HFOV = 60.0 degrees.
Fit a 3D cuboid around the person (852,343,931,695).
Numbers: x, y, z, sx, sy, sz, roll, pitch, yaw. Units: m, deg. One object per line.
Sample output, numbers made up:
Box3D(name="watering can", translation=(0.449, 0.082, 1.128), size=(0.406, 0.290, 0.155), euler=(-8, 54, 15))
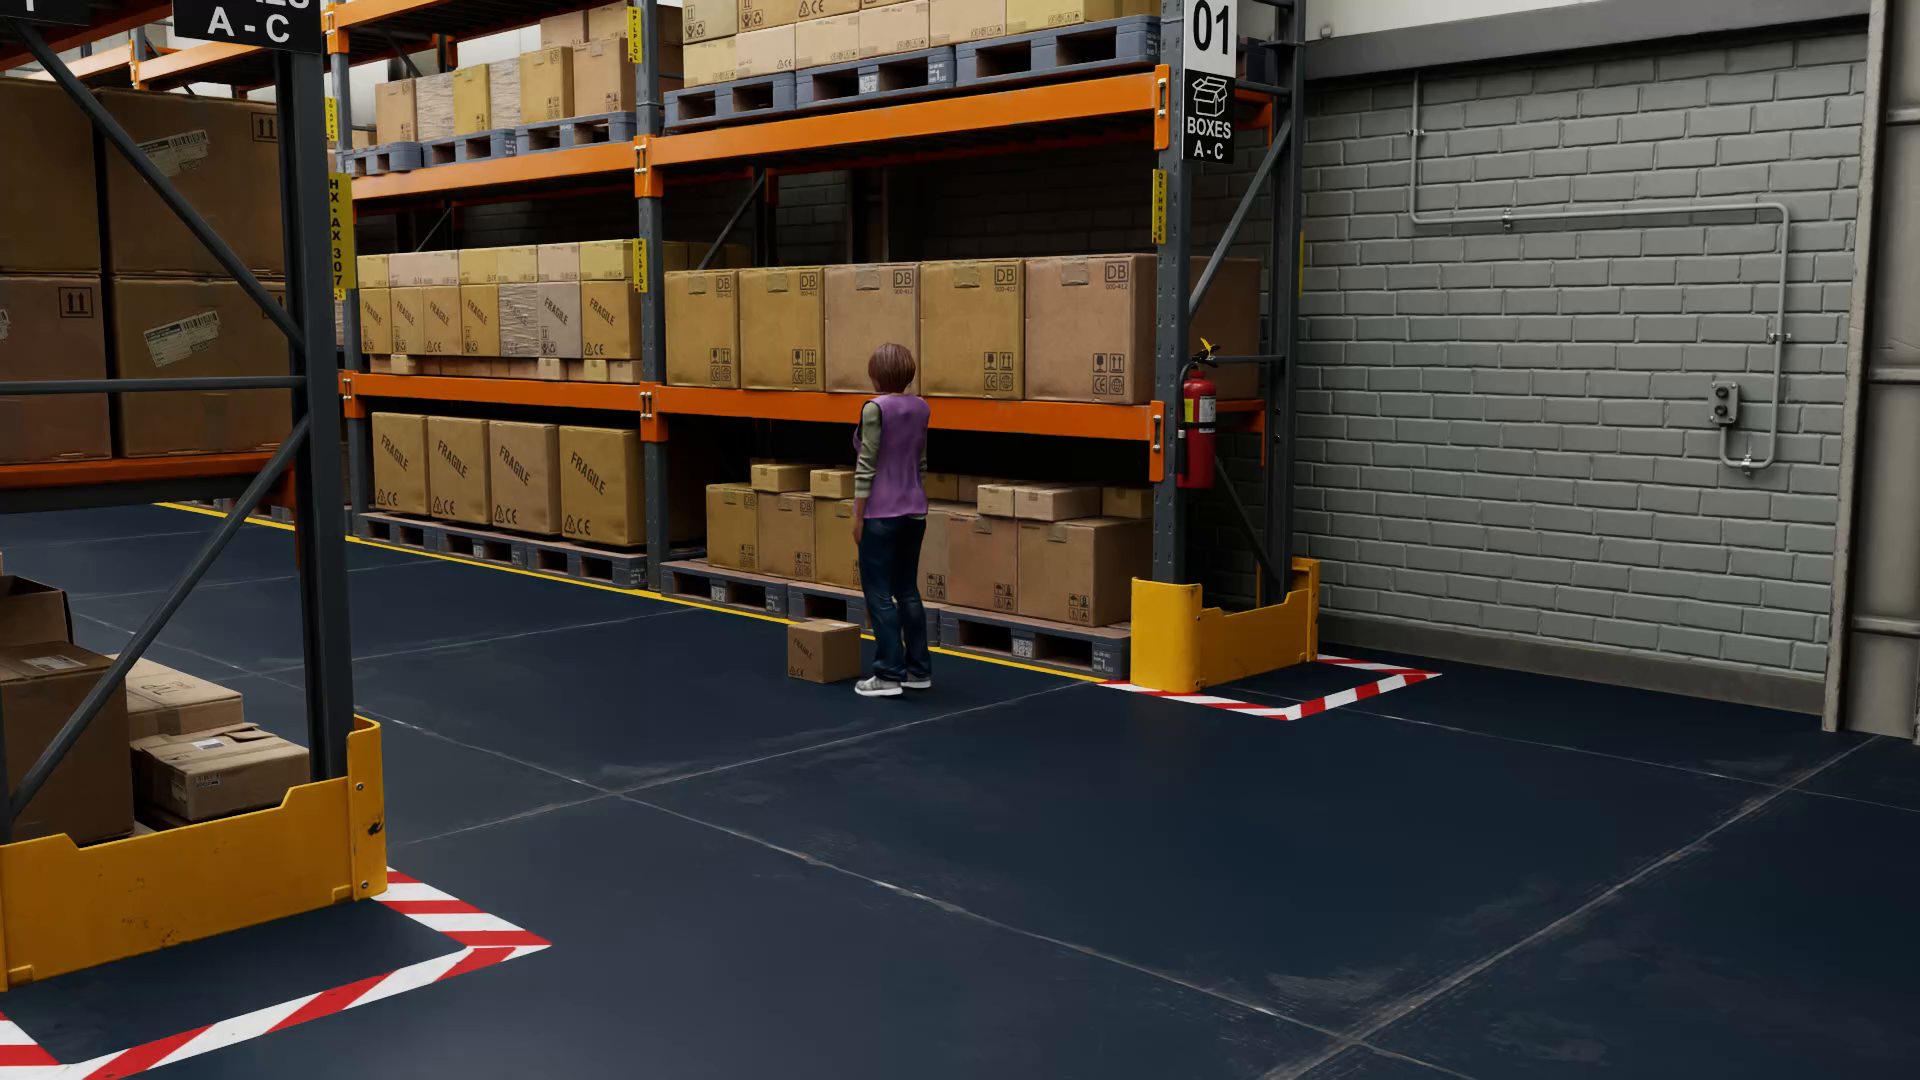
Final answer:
Box3D(name="person", translation=(-0.322, -0.090, 7.553), size=(0.405, 1.602, 0.300), euler=(-7, 10, -44))
